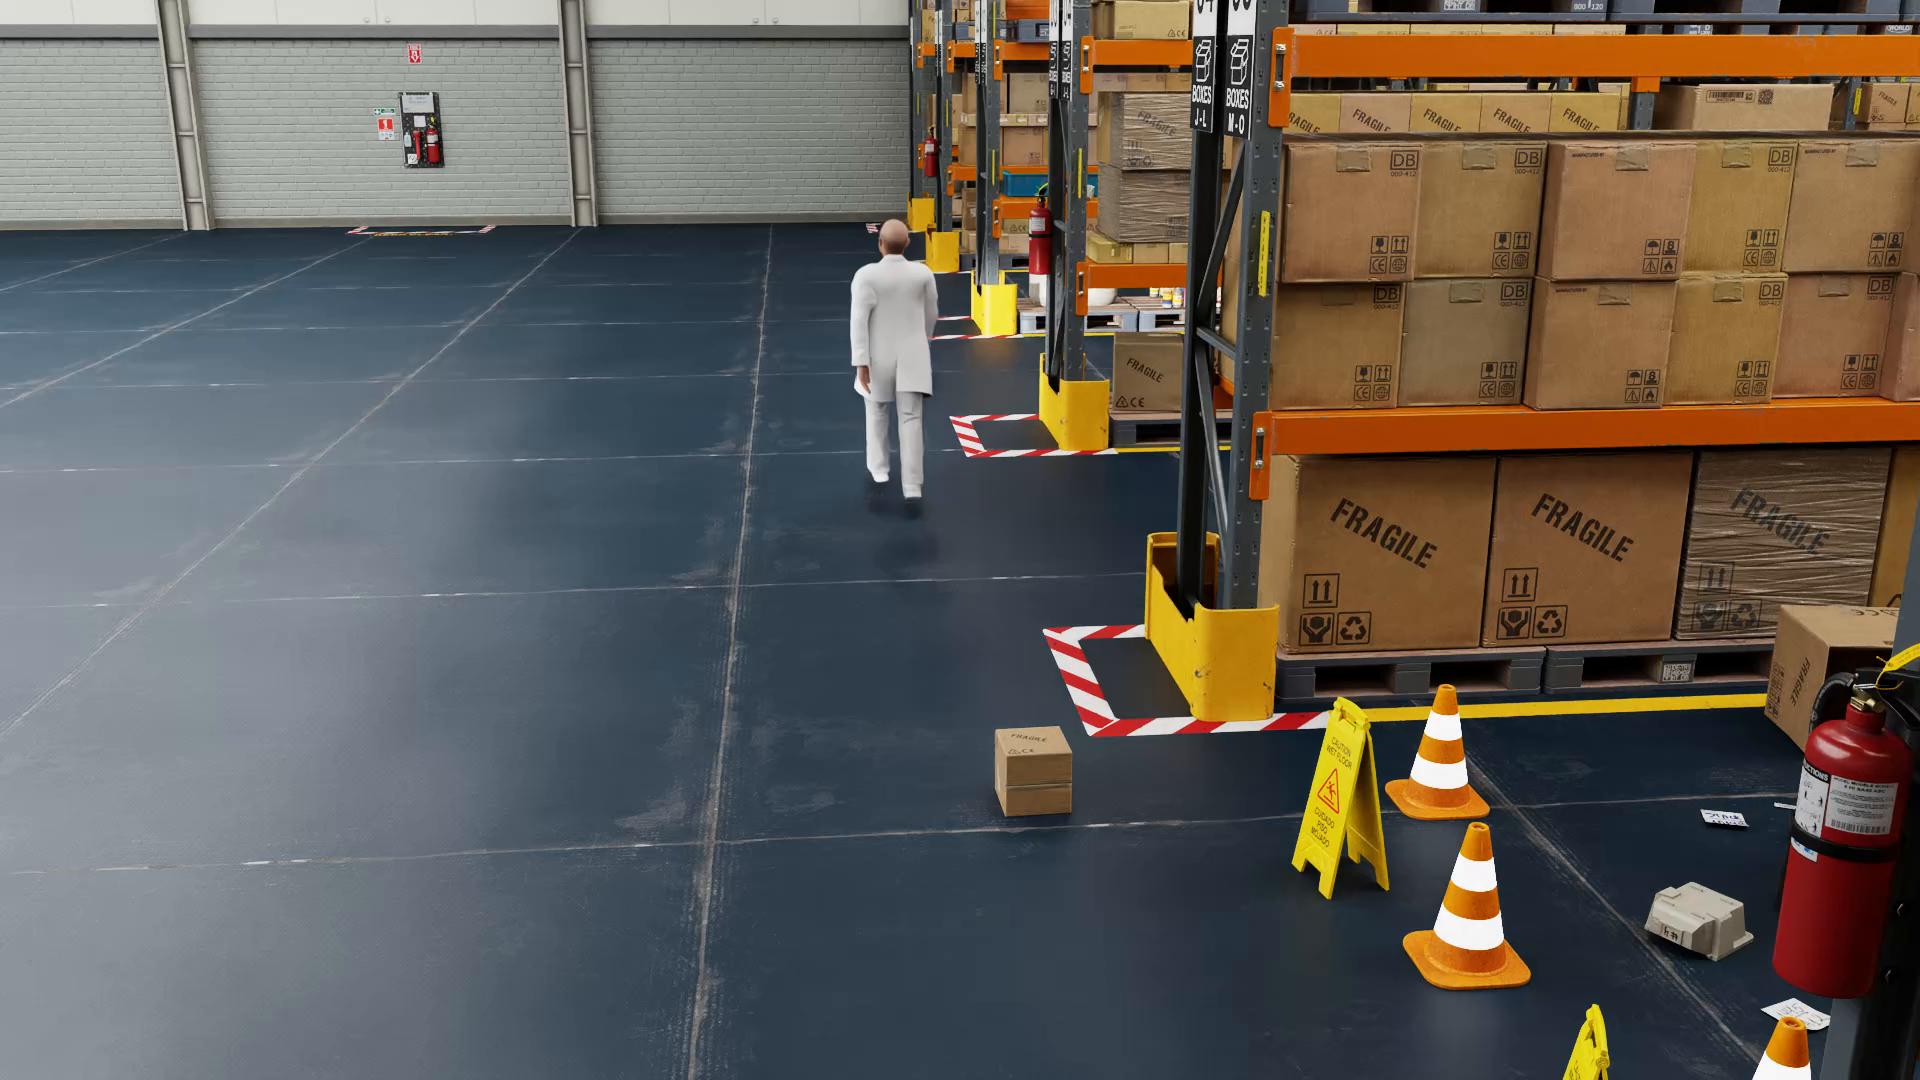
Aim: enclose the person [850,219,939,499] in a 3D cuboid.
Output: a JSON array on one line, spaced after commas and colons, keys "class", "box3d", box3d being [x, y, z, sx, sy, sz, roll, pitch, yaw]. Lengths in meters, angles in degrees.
[{"class": "person", "box3d": [-0.411, -1.150, 10.447, 0.564, 1.725, 1.147, -2, 17, -6]}]
